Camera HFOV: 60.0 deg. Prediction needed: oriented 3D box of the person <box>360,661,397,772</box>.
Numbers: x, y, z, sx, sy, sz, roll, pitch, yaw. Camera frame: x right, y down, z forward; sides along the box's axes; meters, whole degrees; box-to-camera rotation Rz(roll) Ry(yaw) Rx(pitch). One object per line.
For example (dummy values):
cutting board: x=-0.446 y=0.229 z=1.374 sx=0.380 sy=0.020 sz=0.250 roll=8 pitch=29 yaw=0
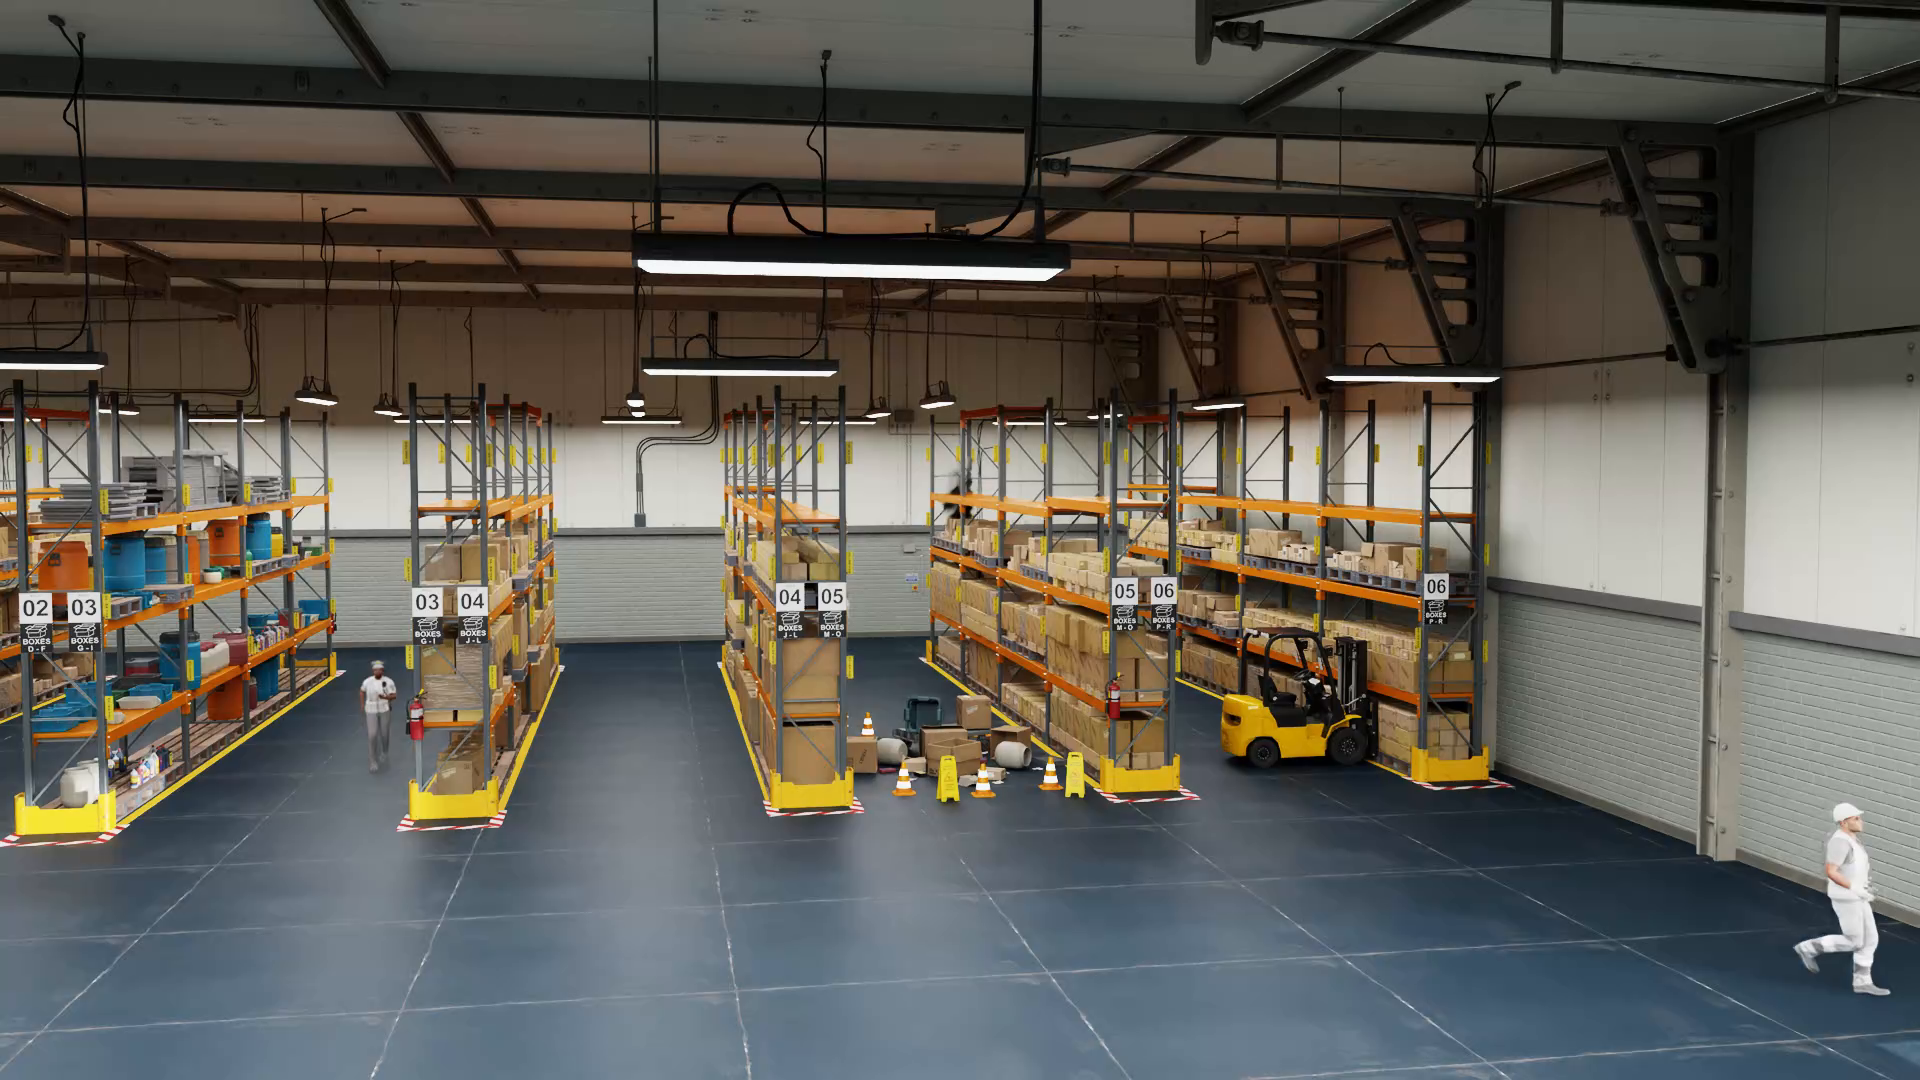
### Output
person: x=-9.348 y=2.786 z=26.704 sx=0.547 sy=1.723 sz=0.878 roll=-1 pitch=3 yaw=-19

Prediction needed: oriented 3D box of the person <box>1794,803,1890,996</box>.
person: x=8.262 y=3.330 z=15.526 sx=0.806 sy=1.757 sz=0.674 roll=2 pitch=4 yaw=39
